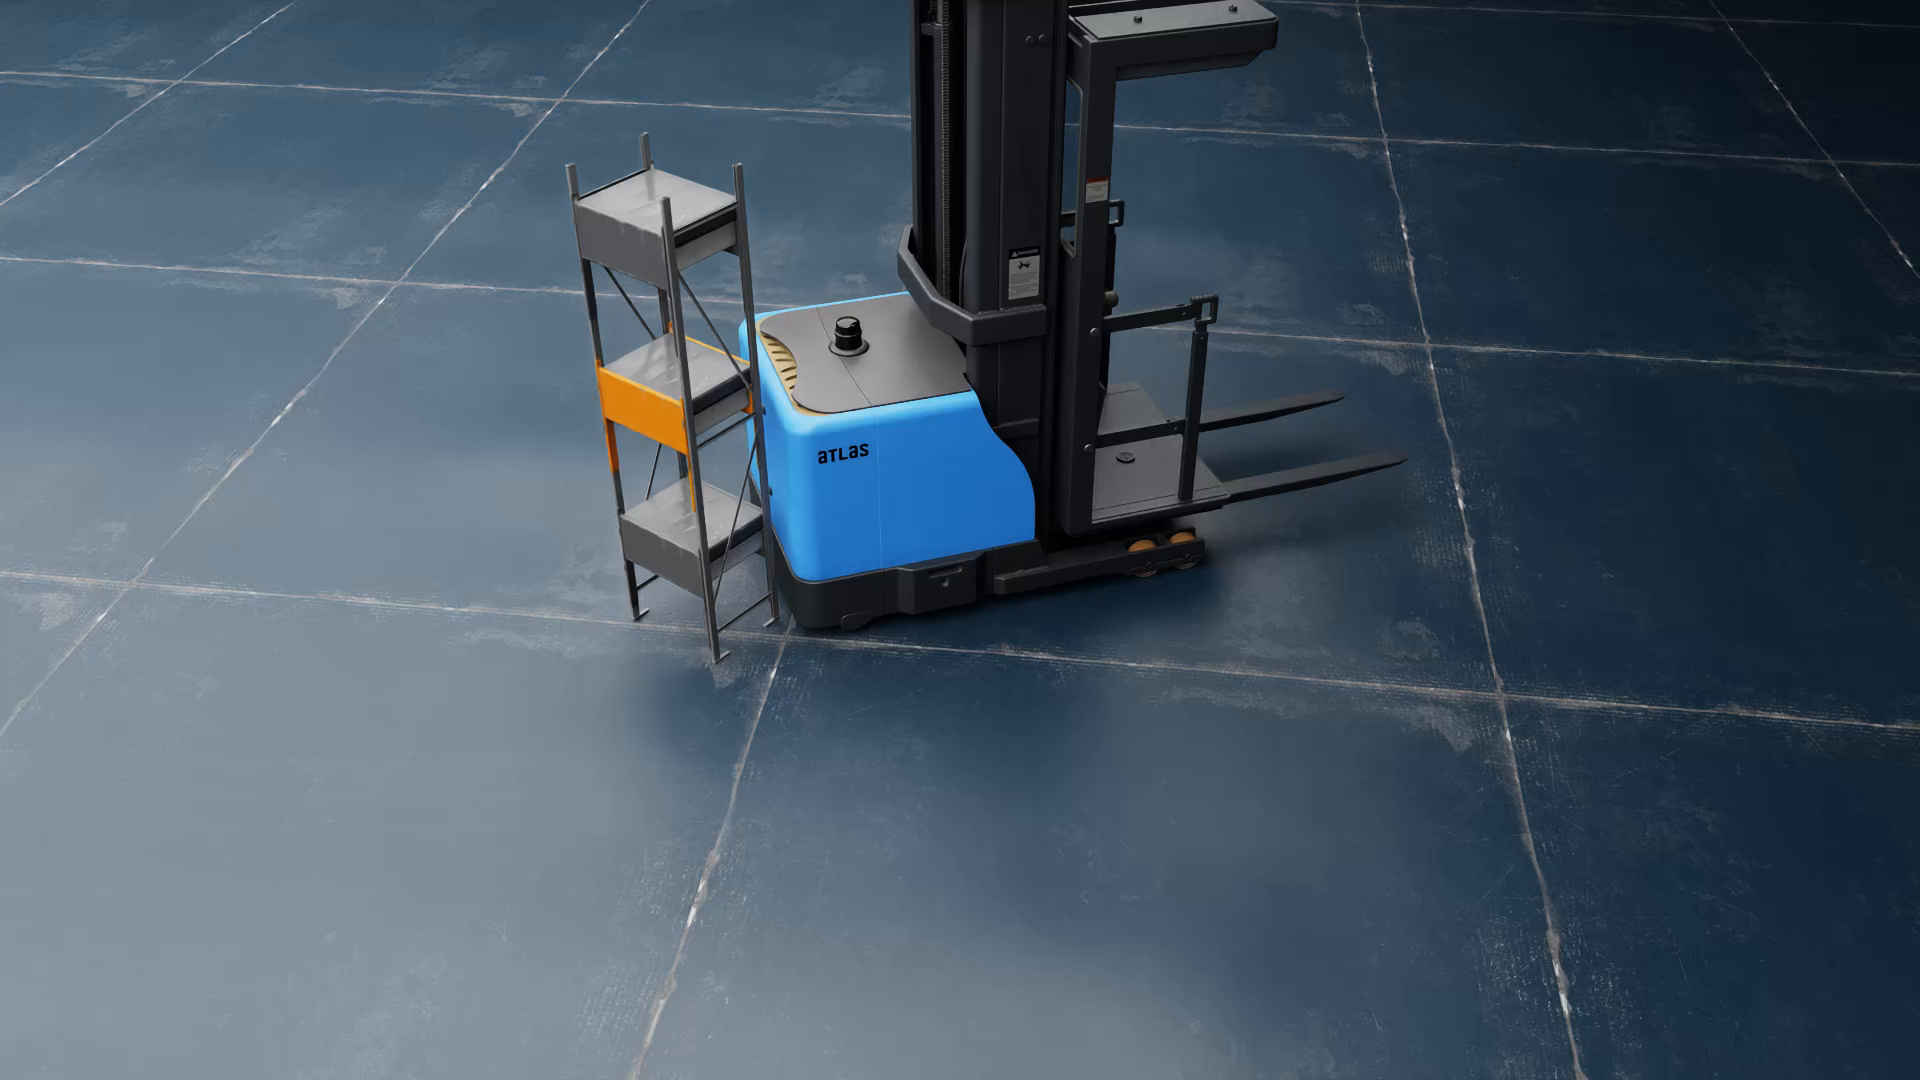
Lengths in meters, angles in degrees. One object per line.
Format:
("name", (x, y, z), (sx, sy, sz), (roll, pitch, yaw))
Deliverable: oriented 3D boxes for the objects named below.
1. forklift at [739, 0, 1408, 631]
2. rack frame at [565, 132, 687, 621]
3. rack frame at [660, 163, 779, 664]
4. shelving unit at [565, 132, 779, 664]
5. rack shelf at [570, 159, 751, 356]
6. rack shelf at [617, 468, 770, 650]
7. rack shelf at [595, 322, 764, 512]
("forklift", (0.593, -1.307, 7.058), (3.031, 2.935, 1.130), (-11, 37, -15))
("rack frame", (-1.306, -0.597, 6.779), (0.015, 2.100, 0.400), (24, 42, 30))
("rack frame", (-0.919, -0.425, 6.536), (0.015, 2.100, 0.400), (24, 42, 30))
("shelving unit", (-1.112, -0.511, 6.657), (0.503, 2.100, 0.431), (24, 42, 30))
("rack shelf", (-1.113, -1.070, 6.259), (0.480, 0.518, 0.431), (24, 42, 30))
("rack shelf", (-1.111, 0.071, 7.071), (0.480, 0.518, 0.431), (24, 42, 30))
("rack shelf", (-1.112, -0.500, 6.665), (0.480, 0.518, 0.431), (24, 42, 30))
